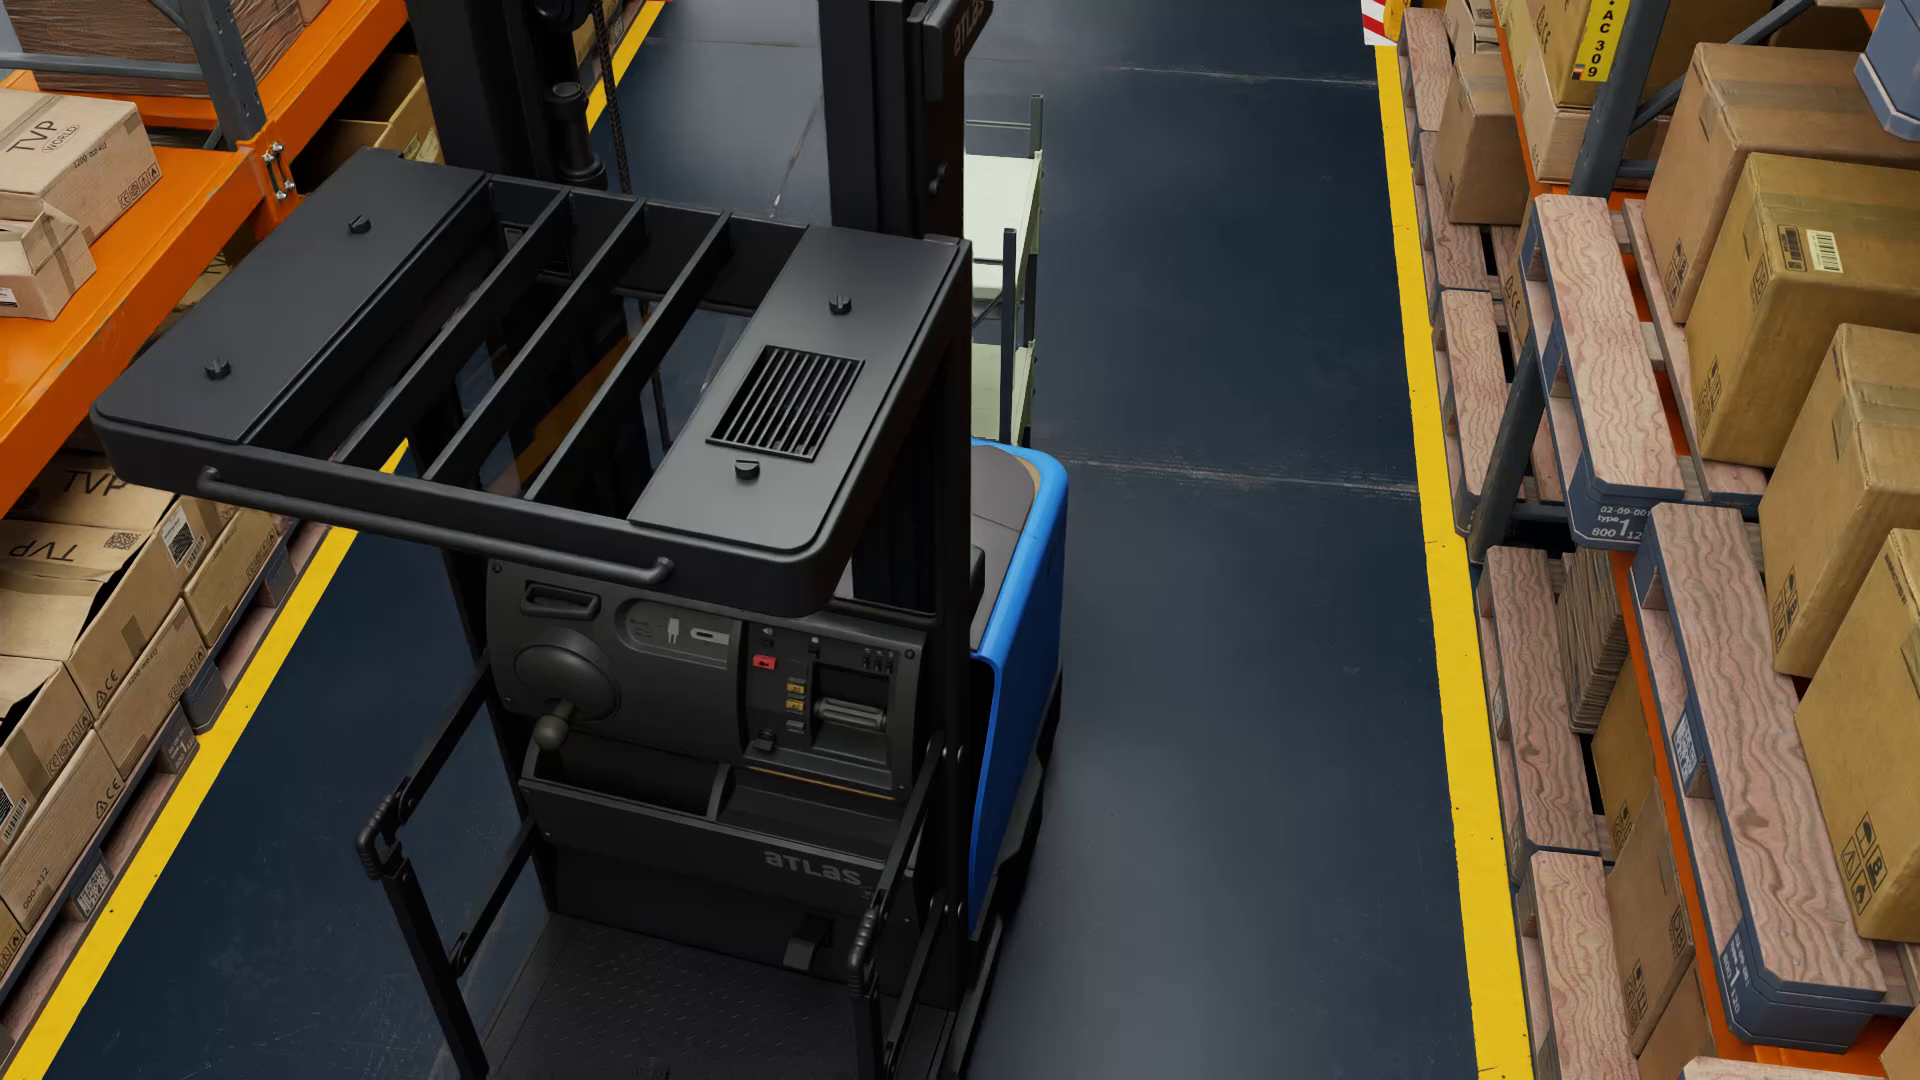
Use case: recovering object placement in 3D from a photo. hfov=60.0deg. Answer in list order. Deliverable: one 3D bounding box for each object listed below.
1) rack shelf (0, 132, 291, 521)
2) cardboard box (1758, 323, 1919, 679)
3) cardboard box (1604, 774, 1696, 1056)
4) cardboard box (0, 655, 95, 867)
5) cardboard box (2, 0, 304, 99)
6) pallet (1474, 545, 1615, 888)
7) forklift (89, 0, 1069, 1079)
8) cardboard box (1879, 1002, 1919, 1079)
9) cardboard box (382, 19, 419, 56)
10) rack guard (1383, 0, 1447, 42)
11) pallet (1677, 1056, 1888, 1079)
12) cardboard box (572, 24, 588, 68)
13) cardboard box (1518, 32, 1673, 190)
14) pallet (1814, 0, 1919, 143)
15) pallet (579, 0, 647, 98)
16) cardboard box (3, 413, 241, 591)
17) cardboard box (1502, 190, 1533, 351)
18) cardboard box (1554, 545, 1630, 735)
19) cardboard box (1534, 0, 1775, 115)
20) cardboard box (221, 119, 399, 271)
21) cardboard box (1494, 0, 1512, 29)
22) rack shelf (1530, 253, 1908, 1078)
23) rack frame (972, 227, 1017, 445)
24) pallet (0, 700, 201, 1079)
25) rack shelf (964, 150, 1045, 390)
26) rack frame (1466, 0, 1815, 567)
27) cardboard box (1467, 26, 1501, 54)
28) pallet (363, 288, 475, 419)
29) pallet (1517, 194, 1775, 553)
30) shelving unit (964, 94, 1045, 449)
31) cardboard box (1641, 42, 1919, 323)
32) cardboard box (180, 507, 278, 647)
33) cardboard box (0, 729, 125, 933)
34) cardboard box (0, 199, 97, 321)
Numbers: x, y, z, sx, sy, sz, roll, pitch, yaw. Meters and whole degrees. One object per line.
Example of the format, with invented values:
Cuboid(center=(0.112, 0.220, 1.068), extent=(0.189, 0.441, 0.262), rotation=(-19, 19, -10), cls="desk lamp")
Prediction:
Cuboid(center=(-2.937, 0.177, 3.905), extent=(1.077, 0.370, 4.000), rotation=(5, 44, 6), cls="rack shelf")
Cuboid(center=(2.000, -0.020, 3.197), extent=(0.700, 0.500, 0.500), rotation=(11, 45, 11), cls="cardboard box")
Cuboid(center=(2.031, 0.952, 4.061), extent=(0.700, 0.500, 0.500), rotation=(6, 44, 6), cls="cardboard box")
Cuboid(center=(-2.643, 0.534, 4.291), extent=(0.500, 0.311, 0.500), rotation=(5, 44, 5), cls="cardboard box")
Cuboid(center=(-2.620, -1.787, 5.383), extent=(0.700, 0.500, 0.500), rotation=(4, 44, 4), cls="cardboard box")
Cuboid(center=(2.137, 0.544, 5.022), extent=(1.003, 0.211, 1.213), rotation=(5, 44, 6), cls="pallet")
Cuboid(center=(-0.584, 0.373, 3.224), extent=(1.130, 2.935, 3.031), rotation=(11, 45, 11), cls="forklift")
Cuboid(center=(1.808, 0.826, 2.303), extent=(0.700, 0.500, 0.500), rotation=(1, 43, 2), cls="cardboard box")
Cuboid(center=(-2.169, -1.843, 6.664), extent=(0.500, 0.500, 0.500), rotation=(5, 44, 6), cls="cardboard box")
Cuboid(center=(2.757, -2.766, 8.308), extent=(1.175, 0.500, 0.348), rotation=(5, 44, 6), cls="rack guard")
Cuboid(center=(1.698, 1.301, 2.334), extent=(1.213, 0.211, 1.003), rotation=(5, 44, 6), cls="pallet")
Cuboid(center=(-2.040, -2.252, 7.642), extent=(0.500, 0.250, 0.500), rotation=(5, 44, 6), cls="cardboard box")
Cuboid(center=(2.000, -1.303, 5.039), extent=(0.500, 0.250, 0.500), rotation=(5, 44, 6), cls="cardboard box")
Cuboid(center=(1.917, -0.902, 2.476), extent=(1.213, 0.211, 1.003), rotation=(5, 44, 6), cls="pallet")
Cuboid(center=(-2.203, -2.636, 8.380), extent=(1.003, 0.211, 1.213), rotation=(5, 44, 6), cls="pallet")
Cuboid(center=(-2.505, -0.148, 5.011), extent=(0.500, 0.311, 0.500), rotation=(6, 44, 7), cls="cardboard box")
Cuboid(center=(2.336, -0.963, 6.083), extent=(0.500, 0.500, 0.500), rotation=(2, 43, 2), cls="cardboard box")
Cuboid(center=(2.157, 0.251, 4.801), extent=(0.700, 0.500, 0.500), rotation=(7, 44, 7), cls="cardboard box")
Cuboid(center=(1.994, -1.575, 4.781), extent=(0.500, 0.500, 0.500), rotation=(5, 44, 5), cls="cardboard box")
Cuboid(center=(-2.301, -1.161, 5.944), extent=(0.500, 0.500, 0.500), rotation=(5, 44, 6), cls="cardboard box")
Cuboid(center=(2.125, -1.986, 5.760), extent=(0.500, 0.250, 0.500), rotation=(5, 44, 5), cls="cardboard box")
Cuboid(center=(1.974, 0.625, 3.432), extent=(1.077, 0.370, 4.000), rotation=(5, 44, 6), cls="rack shelf")
Cuboid(center=(-0.048, -0.300, 4.976), extent=(0.400, 1.500, 0.023), rotation=(5, 44, 6), cls="rack frame")
Cuboid(center=(-2.890, 0.905, 4.641), extent=(1.003, 0.211, 1.213), rotation=(5, 44, 6), cls="pallet")
Cuboid(center=(0.001, -0.833, 4.971), extent=(0.431, 0.370, 0.720), rotation=(5, 44, 6), cls="rack shelf")
Cuboid(center=(2.238, -1.000, 4.624), extent=(1.000, 3.000, 0.127), rotation=(5, 44, 6), cls="rack frame")
Cuboid(center=(2.511, -2.057, 7.377), extent=(0.500, 0.311, 0.500), rotation=(9, 44, 9), cls="cardboard box")
Cuboid(center=(-2.526, -0.973, 6.624), extent=(1.003, 0.211, 1.213), rotation=(5, 44, 6), cls="pallet")
Cuboid(center=(1.993, -0.422, 4.154), extent=(1.003, 0.211, 1.213), rotation=(5, 44, 6), cls="pallet")
Cuboid(center=(0.001, -0.549, 5.239), extent=(0.431, 1.500, 0.755), rotation=(5, 44, 6), cls="shelving unit")
Cuboid(center=(2.137, -0.852, 4.075), extent=(0.700, 0.500, 0.500), rotation=(5, 44, 6), cls="cardboard box")
Cuboid(center=(-2.509, 0.052, 5.208), extent=(0.500, 0.250, 0.500), rotation=(5, 44, 5), cls="cardboard box")
Cuboid(center=(-2.645, 0.748, 4.473), extent=(0.500, 0.250, 0.500), rotation=(6, 44, 6), cls="cardboard box")
Cuboid(center=(-2.607, -0.783, 4.493), extent=(0.396, 0.266, 0.258), rotation=(4, 44, 4), cls="cardboard box")
